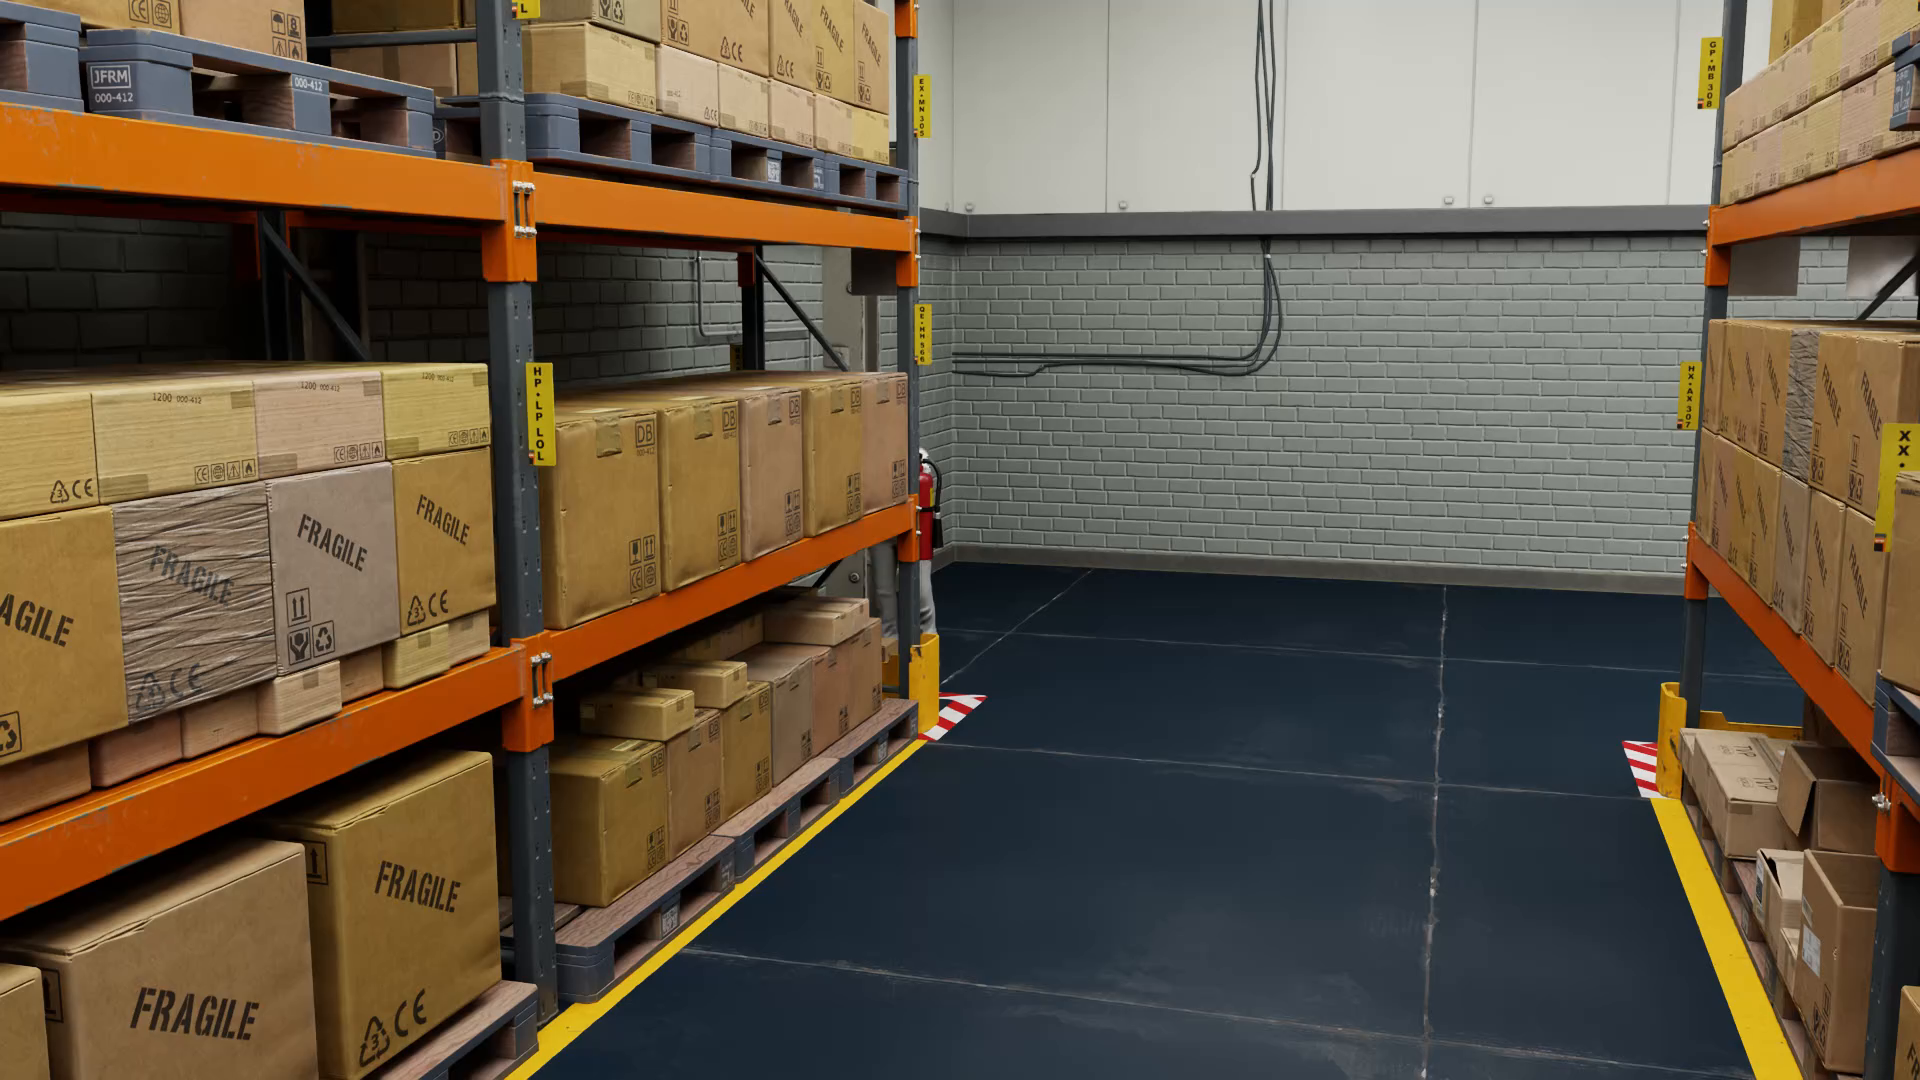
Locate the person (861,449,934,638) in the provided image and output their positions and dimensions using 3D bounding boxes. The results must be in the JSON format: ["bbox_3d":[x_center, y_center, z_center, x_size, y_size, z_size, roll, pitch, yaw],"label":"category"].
[{"bbox_3d":[-0.401,-0.008,10.851,0.530,1.680,0.389,3,9,17],"label":"person"}]
